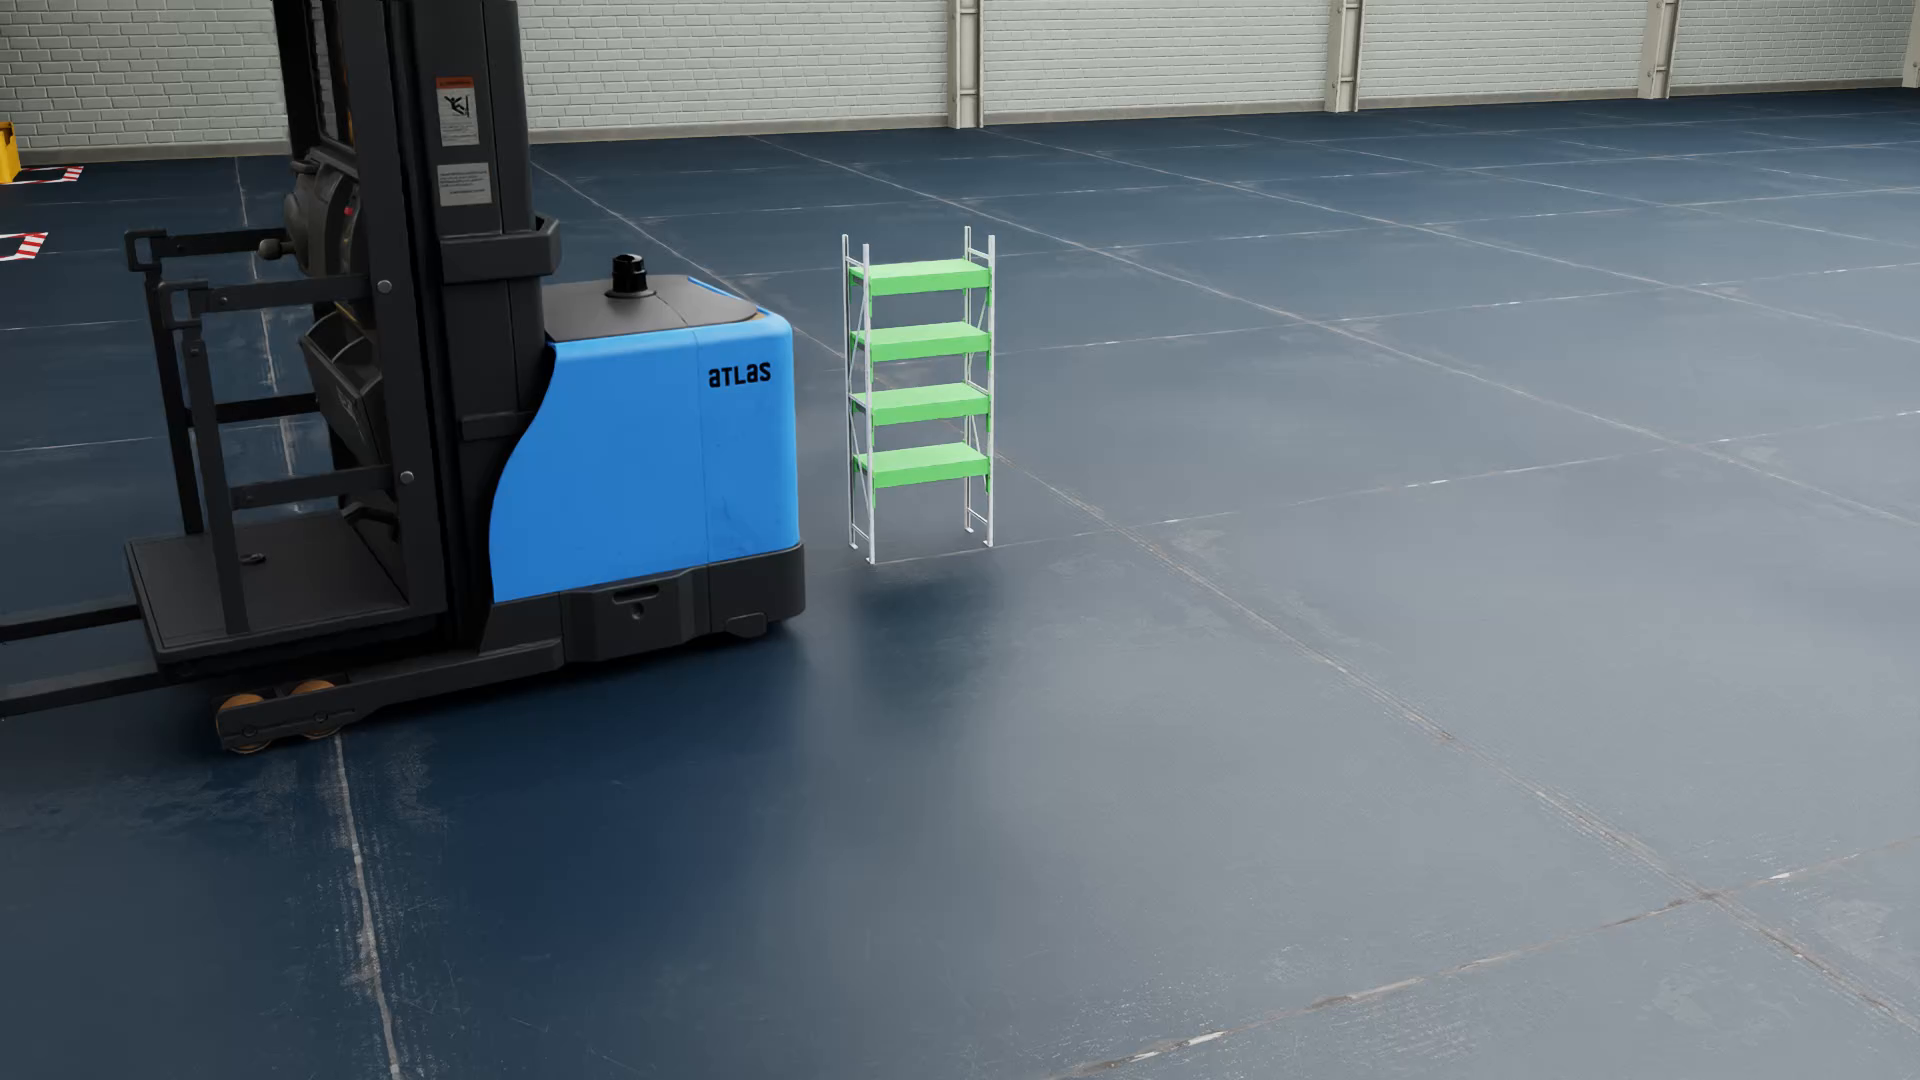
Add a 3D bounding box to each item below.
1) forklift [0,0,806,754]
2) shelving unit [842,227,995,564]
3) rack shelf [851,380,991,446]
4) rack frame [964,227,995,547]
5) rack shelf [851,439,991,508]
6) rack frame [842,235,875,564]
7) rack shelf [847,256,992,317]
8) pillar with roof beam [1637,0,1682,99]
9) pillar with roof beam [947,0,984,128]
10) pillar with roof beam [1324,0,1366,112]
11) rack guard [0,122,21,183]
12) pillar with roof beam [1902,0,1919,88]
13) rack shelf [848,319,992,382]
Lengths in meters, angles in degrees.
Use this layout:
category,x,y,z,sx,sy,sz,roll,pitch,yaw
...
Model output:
category,x,y,z,sx,sy,sz,roll,pitch,yaw
forklift,-2.058,-0.969,4.861,3.031,2.935,1.130,-11,22,-28
shelving unit,-0.152,-0.544,6.261,0.503,1.200,0.258,-8,21,-22
rack shelf,-0.152,-0.484,6.282,0.480,0.148,0.258,-8,21,-22
rack frame,0.072,-0.576,6.352,0.015,1.200,0.240,-8,21,-22
rack shelf,-0.152,-0.258,6.362,0.480,0.148,0.258,-8,21,-22
rack frame,-0.376,-0.512,6.170,0.015,1.200,0.240,-8,21,-22
rack shelf,-0.152,-0.937,6.123,0.480,0.148,0.258,-8,21,-22
pillar with roof beam,12.795,-10.014,21.414,0.400,9.000,9.100,-8,21,-22
pillar with roof beam,1.777,-8.436,16.931,0.400,9.000,9.100,-8,21,-22
pillar with roof beam,7.286,-9.225,19.173,0.400,9.000,9.100,-8,21,-22
rack guard,-9.929,-3.981,17.076,0.348,0.500,1.175,-8,21,-22
pillar with roof beam,18.304,-10.804,23.656,0.400,9.000,9.100,-8,21,-22
rack shelf,-0.152,-0.710,6.202,0.480,0.148,0.258,-8,21,-22
